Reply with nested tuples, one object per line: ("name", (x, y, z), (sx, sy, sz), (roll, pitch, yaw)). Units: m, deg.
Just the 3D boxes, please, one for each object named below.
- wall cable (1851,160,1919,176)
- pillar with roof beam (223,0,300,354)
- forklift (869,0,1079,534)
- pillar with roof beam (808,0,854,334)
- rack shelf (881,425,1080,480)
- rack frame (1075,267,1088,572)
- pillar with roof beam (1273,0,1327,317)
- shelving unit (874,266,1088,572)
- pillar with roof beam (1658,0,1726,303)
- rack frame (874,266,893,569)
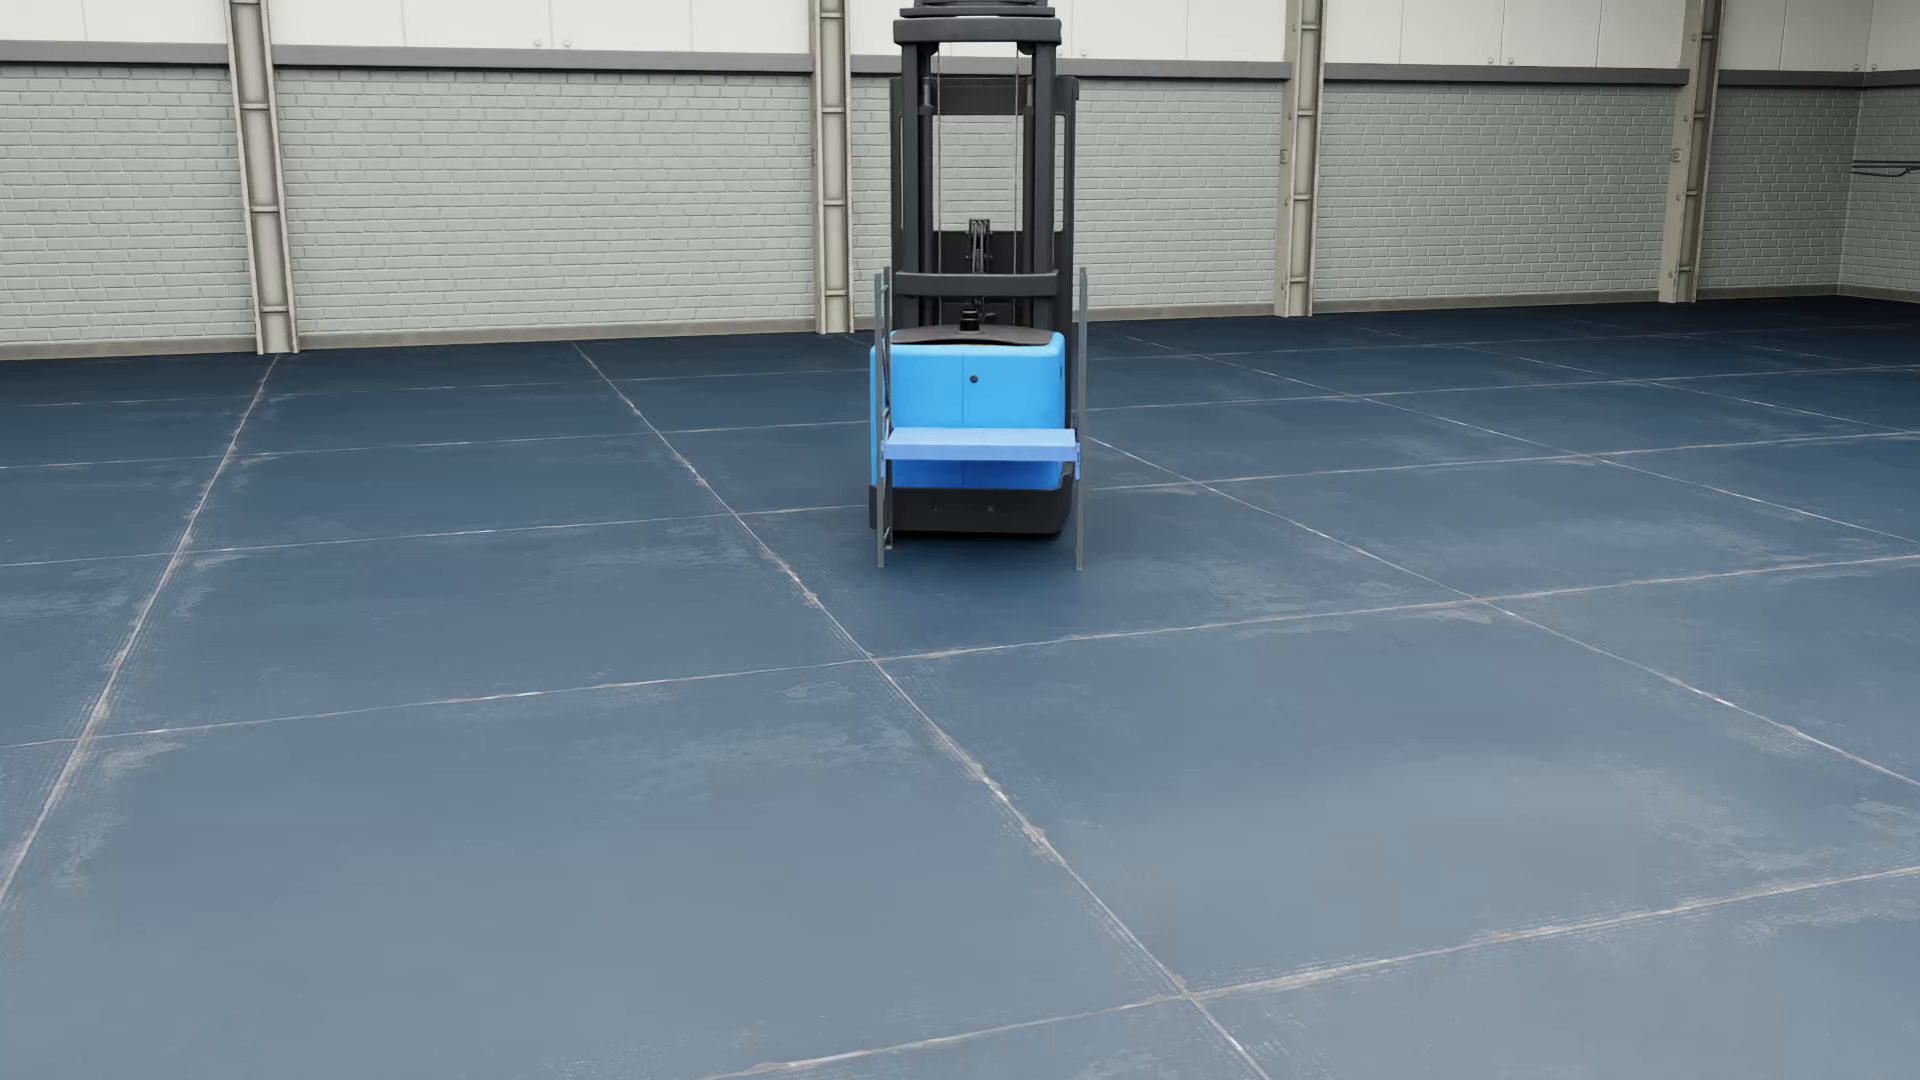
("wall cable", (13.131, -6.097, 22.039), (0.112, 2.526, 3.097), (-4, 14, -18))
("pillar with roof beam", (-5.770, -5.407, 12.430), (0.400, 9.000, 9.100), (-4, 14, -18))
("forklift", (0.157, -1.747, 10.154), (1.130, 2.935, 3.031), (1, 13, 5))
("pillar with roof beam", (-0.083, -5.850, 14.292), (0.400, 9.000, 9.100), (-4, 14, -18))
("rack shelf", (0.114, -0.458, 8.603), (1.000, 0.185, 0.538), (1, 13, 3))
("rack frame", (0.622, -0.626, 8.534), (0.032, 1.500, 0.500), (1, 13, 3))
("pillar with roof beam", (5.604, -6.293, 16.153), (0.400, 9.000, 9.100), (-4, 14, -18))
("shelving unit", (0.114, -0.633, 8.561), (1.048, 1.500, 0.538), (1, 13, 3))
("pillar with roof beam", (11.290, -6.736, 18.015), (0.400, 9.000, 9.100), (-4, 14, -18))
("rack frame", (-0.394, -0.639, 8.589), (0.032, 1.500, 0.500), (1, 13, 3))
